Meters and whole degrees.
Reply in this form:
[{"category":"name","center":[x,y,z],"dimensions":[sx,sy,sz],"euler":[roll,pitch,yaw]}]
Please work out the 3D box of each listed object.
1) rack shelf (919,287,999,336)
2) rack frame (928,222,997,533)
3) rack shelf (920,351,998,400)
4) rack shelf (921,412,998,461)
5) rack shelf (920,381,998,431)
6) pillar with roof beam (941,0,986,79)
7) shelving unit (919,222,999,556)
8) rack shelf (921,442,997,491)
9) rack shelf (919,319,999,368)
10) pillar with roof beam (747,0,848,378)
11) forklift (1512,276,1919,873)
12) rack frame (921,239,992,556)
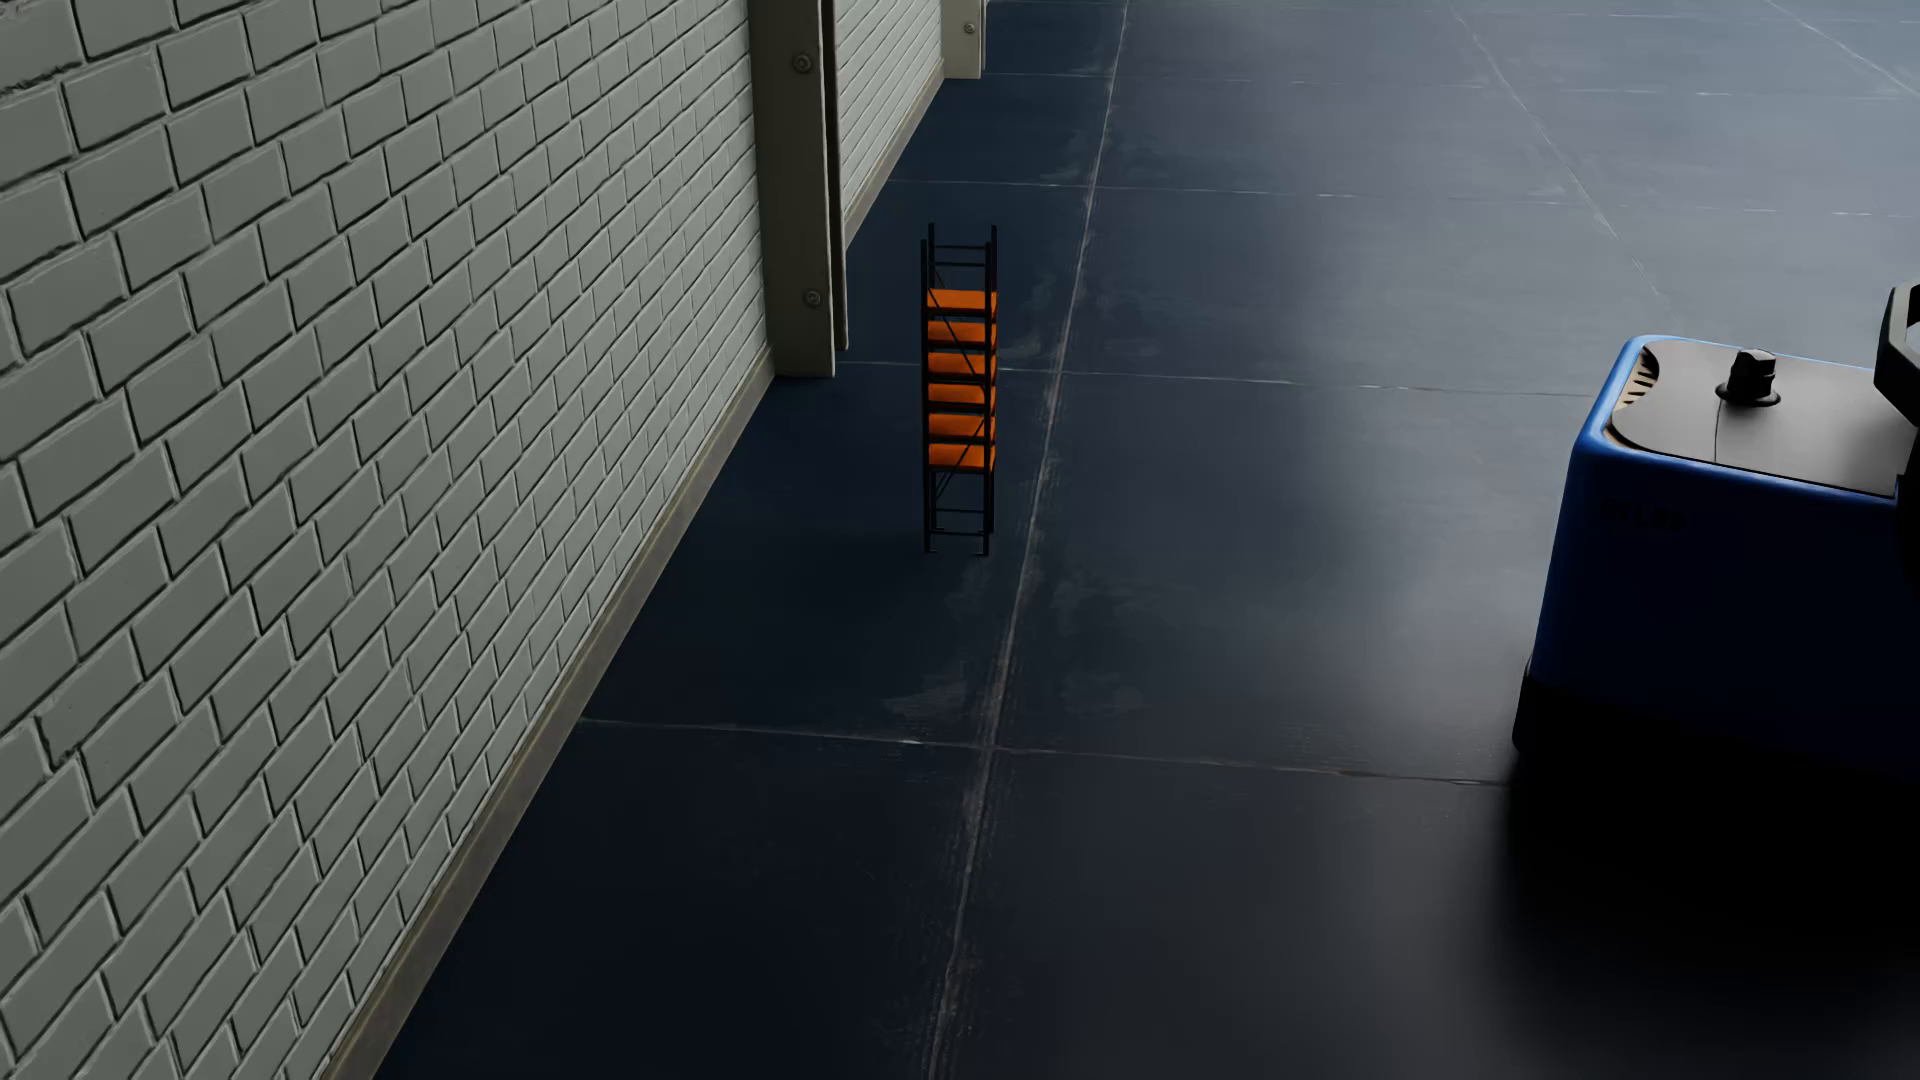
[{"category":"rack shelf","center":[-0.002,-0.799,5.803],"dimensions":[0.258,0.103,0.180],"euler":[3,28,6]},{"category":"rack frame","center":[0.009,-0.564,6.033],"dimensions":[0.240,1.200,0.006],"euler":[3,28,6]},{"category":"rack shelf","center":[-0.002,-0.588,5.917],"dimensions":[0.258,0.103,0.180],"euler":[3,28,6]},{"category":"rack shelf","center":[-0.002,-0.377,6.031],"dimensions":[0.258,0.103,0.180],"euler":[3,28,6]},{"category":"rack shelf","center":[-0.002,-0.482,5.974],"dimensions":[0.258,0.103,0.180],"euler":[3,28,6]},{"category":"pillar with roof beam","center":[4.296,-7.383,10.467],"dimensions":[9.100,9.000,0.400],"euler":[3,28,6]},{"category":"shelving unit","center":[-0.002,-0.521,5.953],"dimensions":[0.258,1.200,0.189],"euler":[3,28,6]},{"category":"rack shelf","center":[-0.002,-0.271,6.088],"dimensions":[0.258,0.103,0.180],"euler":[3,28,6]},{"category":"rack shelf","center":[-0.002,-0.694,5.860],"dimensions":[0.258,0.103,0.180],"euler":[3,28,6]},{"category":"pillar with roof beam","center":[3.561,-4.559,5.225],"dimensions":[9.100,9.000,0.400],"euler":[3,28,6]},{"category":"forklift","center":[3.196,-0.474,4.039],"dimensions":[3.031,2.935,1.130],"euler":[14,31,25]},{"category":"rack frame","center":[-0.013,-0.478,5.873],"dimensions":[0.240,1.200,0.006],"euler":[3,28,6]}]
